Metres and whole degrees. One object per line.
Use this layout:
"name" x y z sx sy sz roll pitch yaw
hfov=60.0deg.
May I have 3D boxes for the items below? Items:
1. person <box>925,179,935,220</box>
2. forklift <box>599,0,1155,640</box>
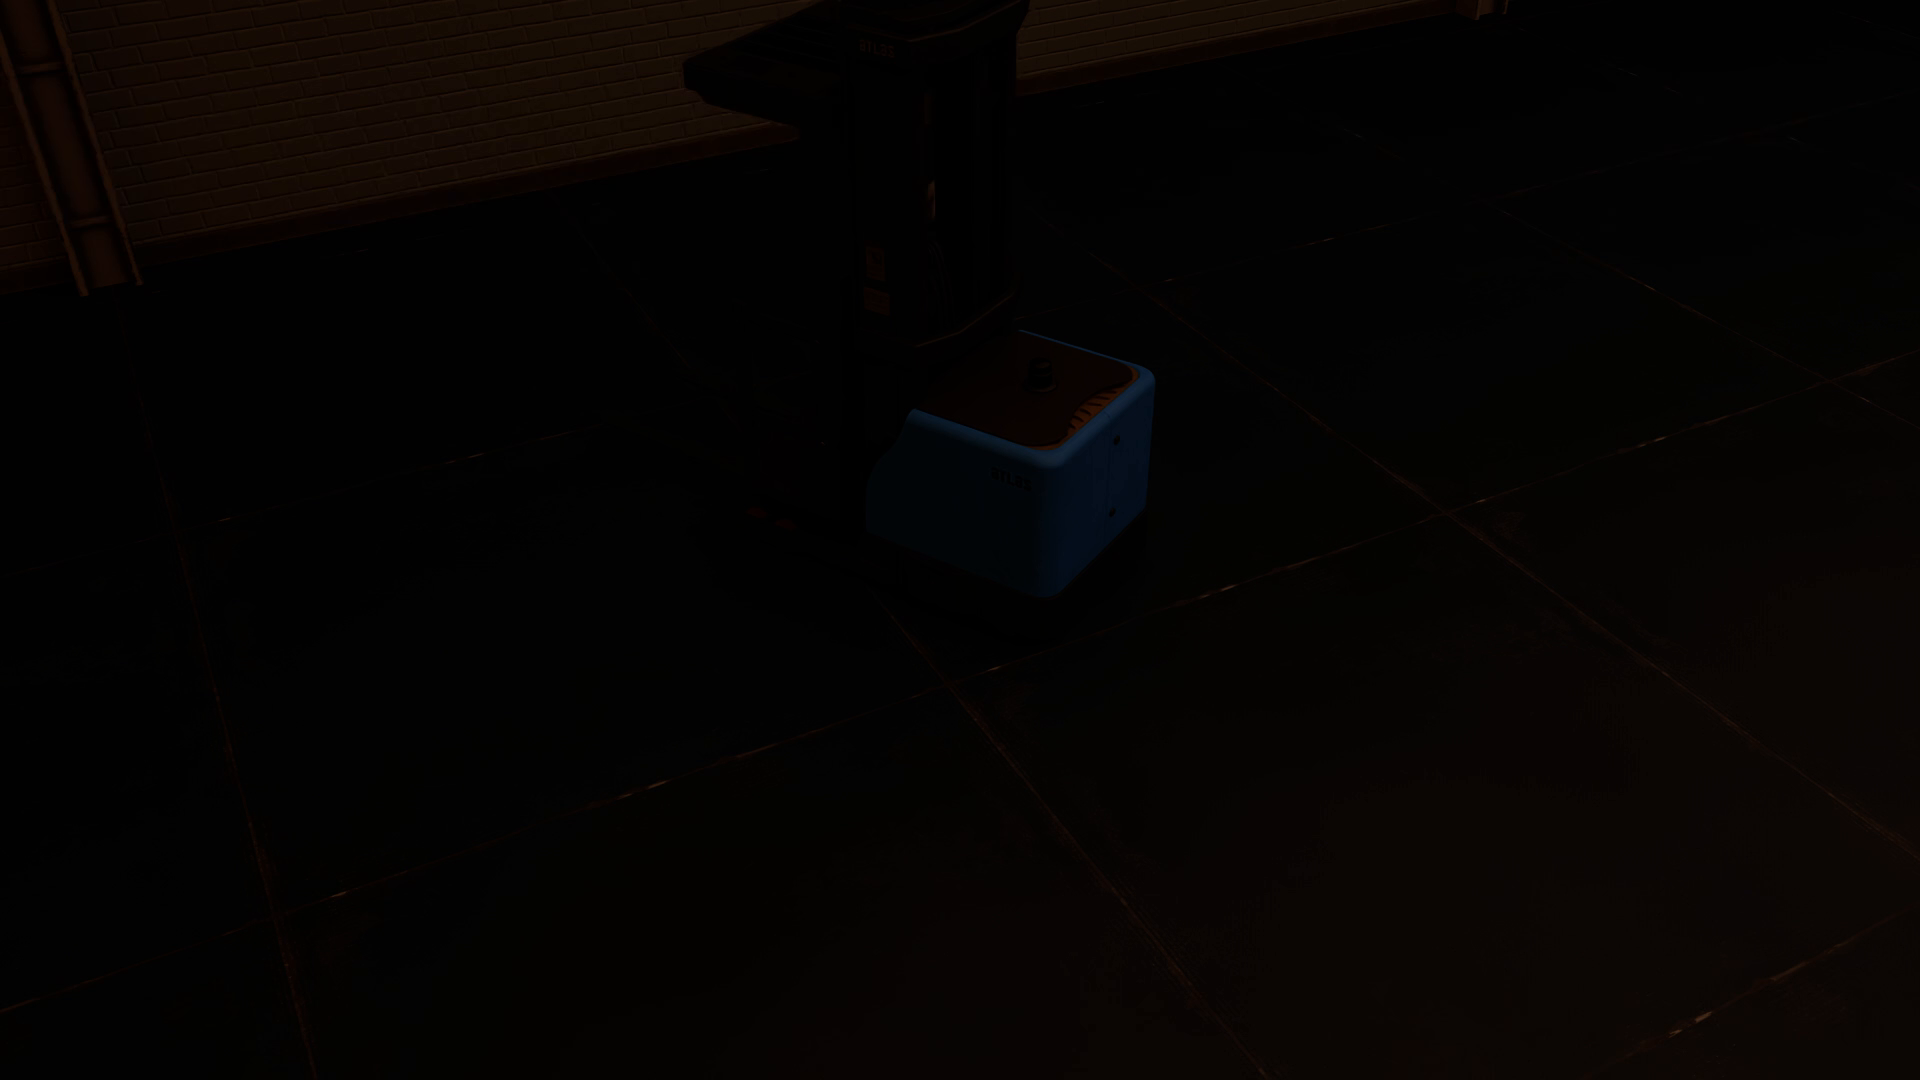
"person" -0.054 -1.391 9.148 0.551 1.674 0.542 9 36 13
"forklift" -0.560 -1.374 8.067 3.031 2.935 1.130 21 40 27
